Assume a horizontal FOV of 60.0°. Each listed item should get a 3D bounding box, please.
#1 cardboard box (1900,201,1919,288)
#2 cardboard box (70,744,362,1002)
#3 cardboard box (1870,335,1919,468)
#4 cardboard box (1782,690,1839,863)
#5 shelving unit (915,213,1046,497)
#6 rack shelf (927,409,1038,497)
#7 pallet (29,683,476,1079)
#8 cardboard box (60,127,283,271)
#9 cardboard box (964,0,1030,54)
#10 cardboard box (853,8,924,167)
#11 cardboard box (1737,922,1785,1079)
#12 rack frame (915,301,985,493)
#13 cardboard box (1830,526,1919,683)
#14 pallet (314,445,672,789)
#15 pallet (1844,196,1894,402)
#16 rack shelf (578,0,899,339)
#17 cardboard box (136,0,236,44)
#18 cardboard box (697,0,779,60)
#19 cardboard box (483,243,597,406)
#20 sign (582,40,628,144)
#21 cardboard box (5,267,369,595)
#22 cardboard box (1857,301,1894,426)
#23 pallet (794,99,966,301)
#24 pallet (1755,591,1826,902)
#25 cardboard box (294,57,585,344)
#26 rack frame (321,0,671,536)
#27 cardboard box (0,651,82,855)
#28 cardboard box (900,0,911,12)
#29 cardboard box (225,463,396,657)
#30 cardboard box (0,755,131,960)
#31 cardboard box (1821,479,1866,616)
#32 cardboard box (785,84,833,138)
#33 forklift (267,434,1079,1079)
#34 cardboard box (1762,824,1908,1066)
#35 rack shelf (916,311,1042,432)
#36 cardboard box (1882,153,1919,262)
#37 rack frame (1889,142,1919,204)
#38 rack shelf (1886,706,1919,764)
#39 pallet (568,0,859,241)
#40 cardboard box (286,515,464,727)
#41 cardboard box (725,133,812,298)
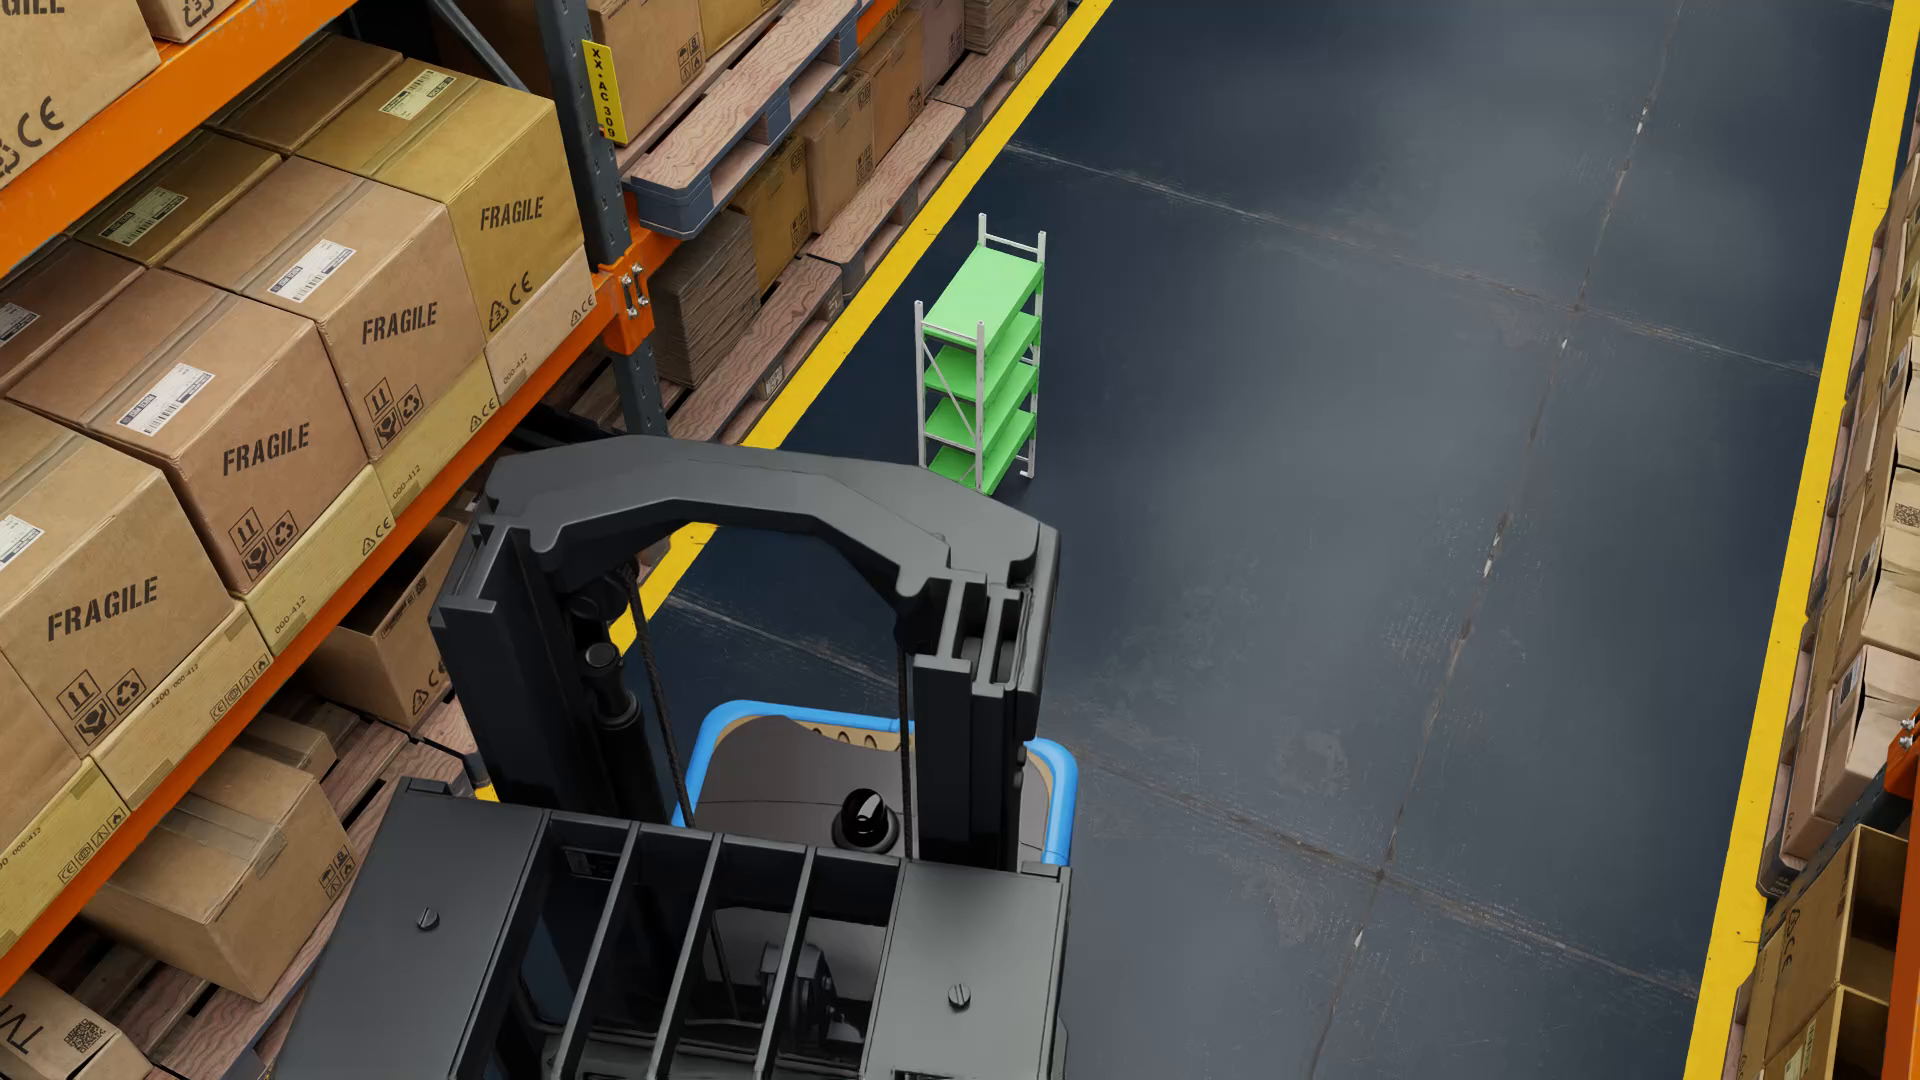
[{"bbox_3d":[3.960,-1.128,6.401,0.500,0.311,0.500,19,52,15],"label":"cardboard box"},{"bbox_3d":[-2.253,0.908,4.860,0.700,0.500,0.500,17,52,14],"label":"cardboard box"},{"bbox_3d":[3.521,-0.423,5.802,0.500,0.311,0.500,19,52,16],"label":"cardboard box"},{"bbox_3d":[2.872,0.799,5.130,0.500,0.250,0.500,19,52,16],"label":"cardboard box"},{"bbox_3d":[0.071,-0.503,5.890,0.258,1.200,0.503,20,52,16],"label":"shelving unit"},{"bbox_3d":[0.071,-0.306,6.121,0.258,0.148,0.480,20,52,16],"label":"rack shelf"},{"bbox_3d":[-2.298,1.035,5.230,1.003,0.211,1.213,20,52,16],"label":"pallet"},{"bbox_3d":[-2.138,-0.776,4.533,0.500,0.500,0.500,20,52,16],"label":"cardboard box"},{"bbox_3d":[-0.075,-2.759,7.981,0.700,0.500,0.500,20,53,17],"label":"cardboard box"},{"bbox_3d":[-0.587,-2.091,7.412,0.700,0.500,0.500,20,52,16],"label":"cardboard box"},{"bbox_3d":[2.485,1.400,4.619,0.500,0.250,0.500,20,52,16],"label":"cardboard box"},{"bbox_3d":[-0.034,-0.335,5.747,0.240,1.200,0.015,20,52,16],"label":"rack frame"},{"bbox_3d":[3.087,0.265,5.217,0.500,0.311,0.500,21,53,17],"label":"cardboard box"},{"bbox_3d":[-1.778,0.192,5.948,1.003,0.211,1.213,20,52,16],"label":"pallet"},{"bbox_3d":[4.279,-0.873,6.854,1.003,0.211,1.213,20,52,16],"label":"pallet"},{"bbox_3d":[-0.669,-2.329,6.735,1.077,0.370,4.000,20,52,16],"label":"rack shelf"},{"bbox_3d":[-1.743,-1.424,3.444,0.500,0.500,0.500,16,51,13],"label":"cardboard box"},{"bbox_3d":[-1.030,-2.082,5.698,0.700,0.500,0.500,25,54,20],"label":"cardboard box"},{"bbox_3d":[-1.452,-0.718,4.977,0.500,0.250,0.500,20,52,16],"label":"cardboard box"},{"bbox_3d":[-1.030,-1.295,4.814,0.100,0.325,0.005,20,52,16],"label":"sign"},{"bbox_3d":[-1.879,-0.271,4.104,0.500,0.500,0.500,18,52,15],"label":"cardboard box"},{"bbox_3d":[3.746,-0.604,6.324,0.500,0.250,0.500,19,52,15],"label":"cardboard box"},{"bbox_3d":[-0.672,-1.661,7.525,1.003,0.211,1.213,20,52,16],"label":"pallet"},{"bbox_3d":[3.236,0.807,5.424,1.003,0.211,1.213,20,52,16],"label":"pallet"},{"bbox_3d":[-1.446,-0.960,4.690,0.500,0.500,0.500,20,52,16],"label":"cardboard box"},{"bbox_3d":[-1.524,-1.185,5.289,1.000,3.000,0.127,20,52,16],"label":"rack frame"},{"bbox_3d":[-2.310,0.446,3.494,0.500,0.500,0.500,18,52,15],"label":"cardboard box"},{"bbox_3d":[-0.375,-2.630,7.379,0.500,0.250,0.500,21,53,17],"label":"cardboard box"},{"bbox_3d":[-1.873,-0.027,4.388,0.500,0.250,0.500,20,52,16],"label":"cardboard box"},{"bbox_3d":[-2.305,0.667,3.798,0.500,0.250,0.500,19,52,16],"label":"cardboard box"},{"bbox_3d":[3.308,0.099,5.726,0.500,0.250,0.500,21,53,17],"label":"cardboard box"},{"bbox_3d":[-0.820,-1.937,6.789,0.500,0.250,0.500,18,52,15],"label":"cardboard box"},{"bbox_3d":[-0.408,1.336,3.189,1.130,2.935,3.031,7,50,6],"label":"forklift"},{"bbox_3d":[2.476,1.153,4.336,0.500,0.500,0.500,20,52,16],"label":"cardboard box"},{"bbox_3d":[0.071,-0.617,5.756,0.258,0.148,0.480,20,52,16],"label":"rack shelf"},{"bbox_3d":[4.177,-1.310,6.925,0.500,0.250,0.500,20,52,16],"label":"cardboard box"},{"bbox_3d":[4.666,-2.331,6.263,1.000,3.000,0.127,20,52,16],"label":"rack frame"},{"bbox_3d":[3.811,-0.720,5.366,1.077,0.370,4.000,20,52,16],"label":"rack shelf"},{"bbox_3d":[-1.065,-1.602,5.770,1.003,0.211,1.213,20,52,16],"label":"pallet"},{"bbox_3d":[-1.931,0.210,5.454,0.500,0.500,0.500,16,52,13],"label":"cardboard box"},{"bbox_3d":[-1.049,-1.402,6.826,0.700,0.500,0.500,19,52,15],"label":"cardboard box"}]
